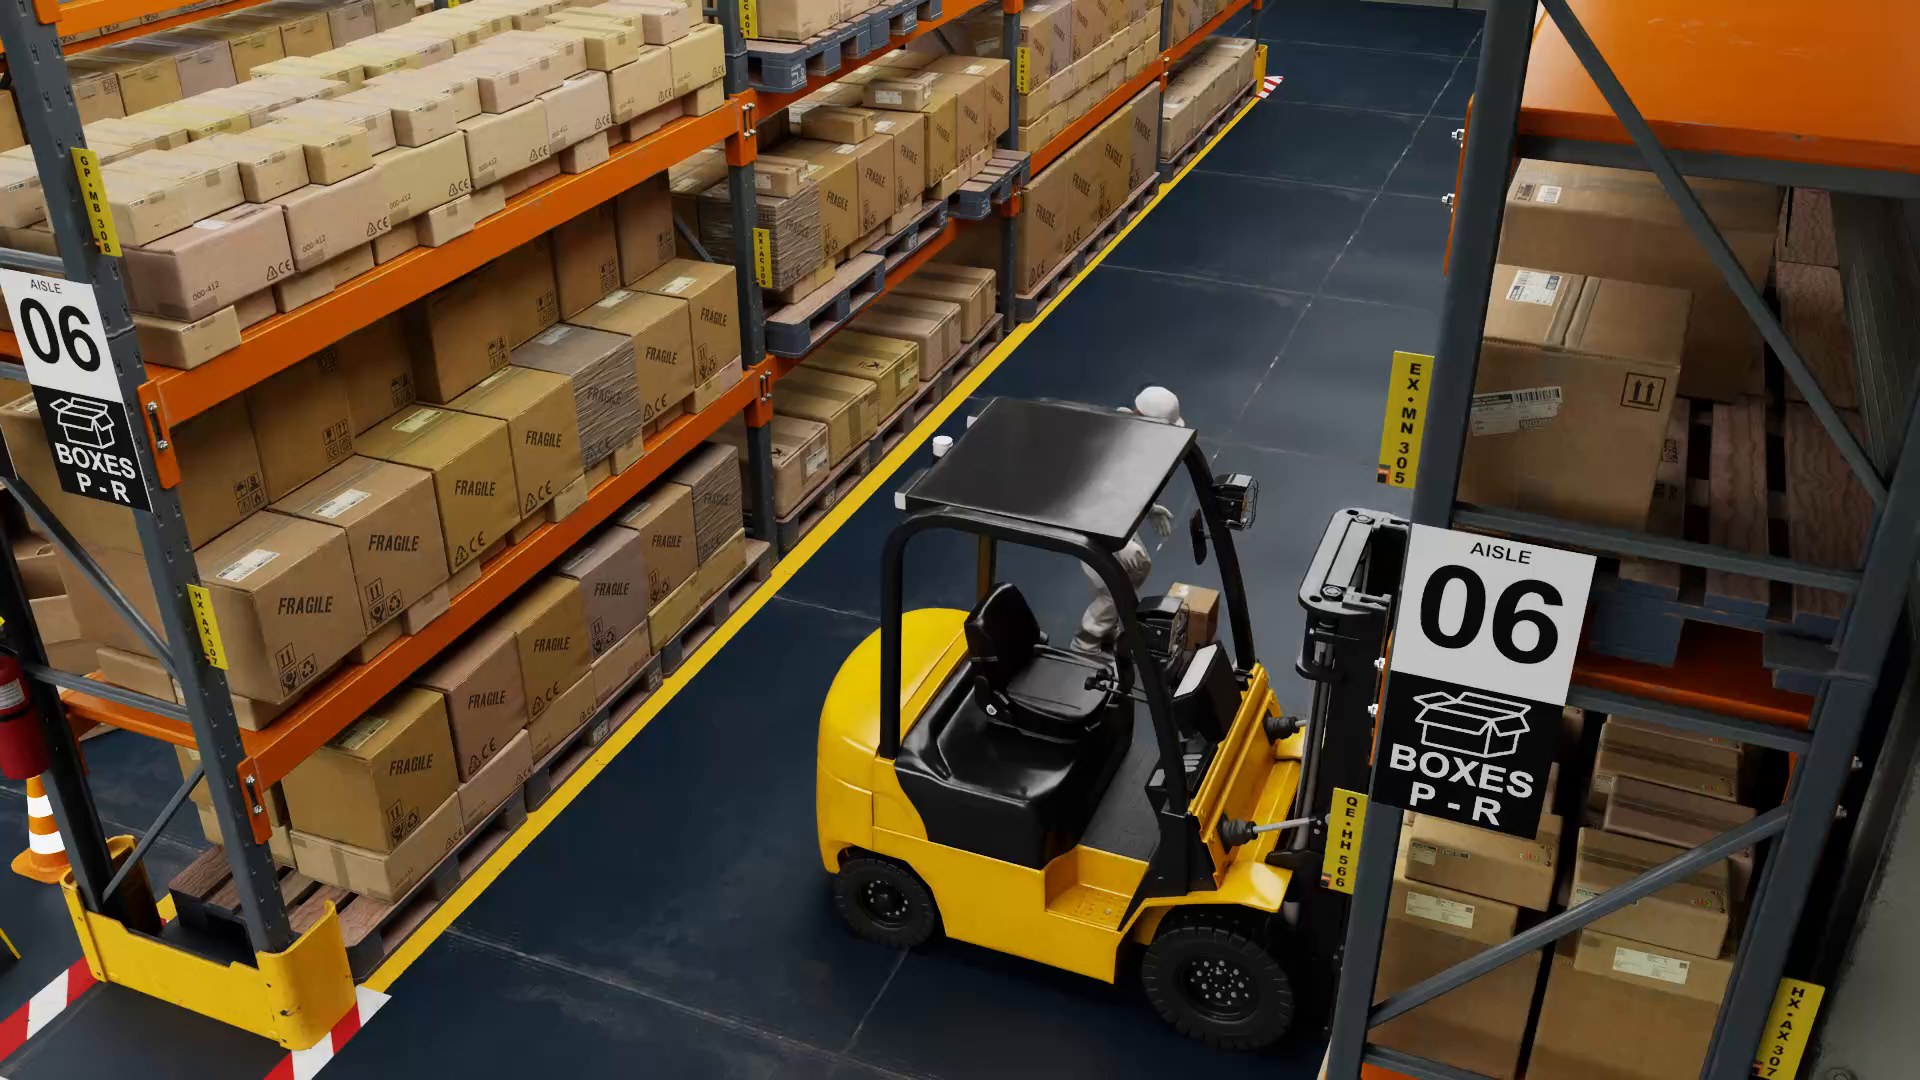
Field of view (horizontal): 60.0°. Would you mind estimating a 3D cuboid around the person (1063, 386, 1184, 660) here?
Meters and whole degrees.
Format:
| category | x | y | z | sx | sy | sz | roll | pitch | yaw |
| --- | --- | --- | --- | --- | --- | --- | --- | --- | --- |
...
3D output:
| category | x | y | z | sx | sy | sz | roll | pitch | yaw |
| --- | --- | --- | --- | --- | --- | --- | --- | --- | --- |
| person | 0.828 | -0.094 | 8.735 | 0.625 | 1.604 | 0.572 | 12 | 31 | 20 |
